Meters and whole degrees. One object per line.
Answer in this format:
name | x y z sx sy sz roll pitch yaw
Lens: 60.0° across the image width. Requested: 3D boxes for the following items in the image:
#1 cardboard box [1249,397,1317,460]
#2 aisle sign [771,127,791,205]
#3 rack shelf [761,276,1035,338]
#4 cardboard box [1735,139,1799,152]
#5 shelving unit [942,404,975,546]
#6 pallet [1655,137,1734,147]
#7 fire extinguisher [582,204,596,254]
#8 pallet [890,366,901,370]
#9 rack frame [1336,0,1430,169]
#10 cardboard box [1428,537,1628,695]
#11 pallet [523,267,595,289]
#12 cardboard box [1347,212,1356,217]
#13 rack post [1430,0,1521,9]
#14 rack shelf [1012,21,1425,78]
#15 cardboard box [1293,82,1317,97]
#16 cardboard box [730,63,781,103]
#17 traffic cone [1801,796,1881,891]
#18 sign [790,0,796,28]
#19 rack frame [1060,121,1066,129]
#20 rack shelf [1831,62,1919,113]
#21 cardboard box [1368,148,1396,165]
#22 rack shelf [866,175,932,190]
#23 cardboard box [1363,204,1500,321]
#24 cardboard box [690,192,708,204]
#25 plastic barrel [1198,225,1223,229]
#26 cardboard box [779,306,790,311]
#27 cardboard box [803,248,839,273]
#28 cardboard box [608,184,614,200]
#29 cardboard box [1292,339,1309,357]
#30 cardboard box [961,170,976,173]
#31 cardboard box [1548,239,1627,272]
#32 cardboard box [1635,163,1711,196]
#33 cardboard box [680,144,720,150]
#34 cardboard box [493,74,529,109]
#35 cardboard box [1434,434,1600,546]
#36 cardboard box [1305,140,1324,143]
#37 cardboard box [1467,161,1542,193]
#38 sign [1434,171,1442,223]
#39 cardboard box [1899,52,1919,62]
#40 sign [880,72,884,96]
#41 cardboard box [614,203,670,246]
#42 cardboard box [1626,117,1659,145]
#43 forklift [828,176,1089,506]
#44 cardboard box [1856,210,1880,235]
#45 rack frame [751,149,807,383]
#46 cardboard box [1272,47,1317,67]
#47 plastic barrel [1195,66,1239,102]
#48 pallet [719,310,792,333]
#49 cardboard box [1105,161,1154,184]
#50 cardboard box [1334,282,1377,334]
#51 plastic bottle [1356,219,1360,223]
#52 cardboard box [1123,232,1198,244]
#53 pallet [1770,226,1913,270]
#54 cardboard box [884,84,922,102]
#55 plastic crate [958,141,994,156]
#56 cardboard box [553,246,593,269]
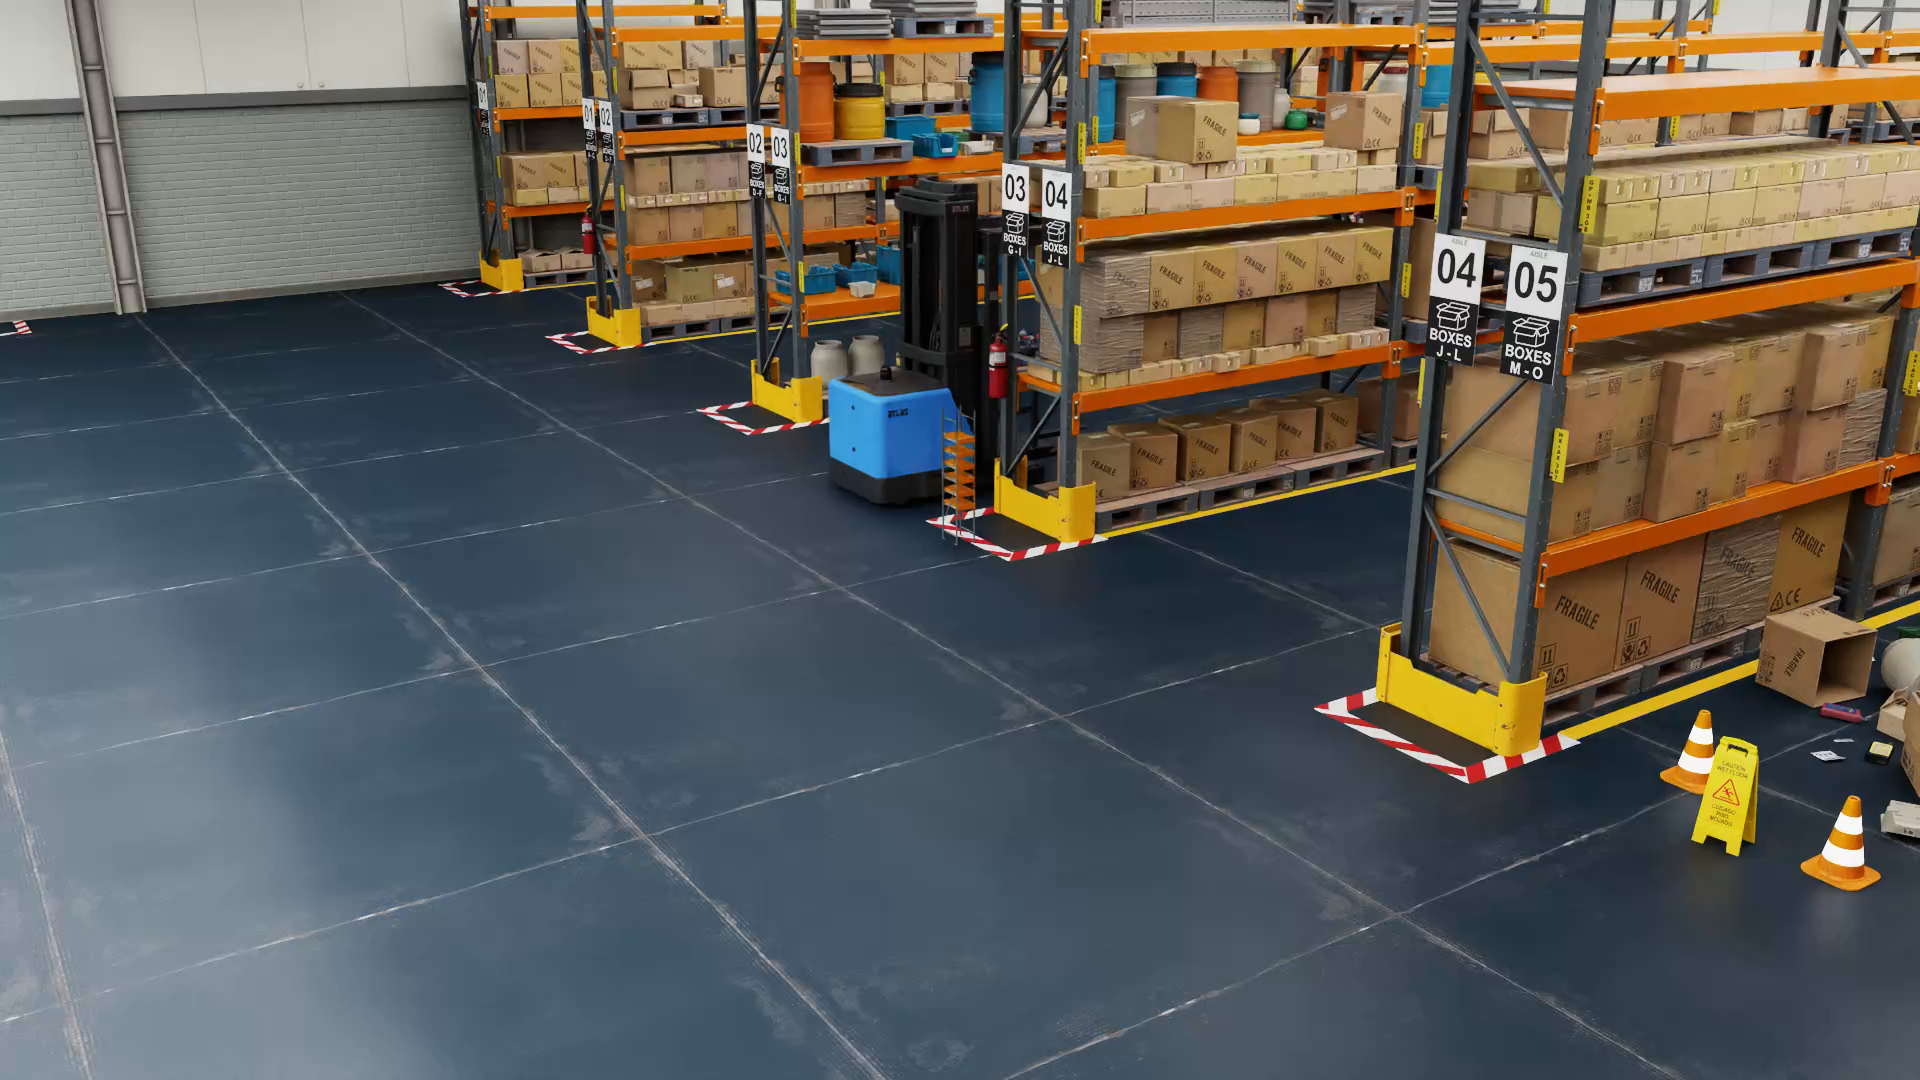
cardboard box | 3.207 -1.116 16.611 0.500 0.500 0.500 -5 19 -14
aisle sign | -1.927 -4.025 17.908 0.004 0.787 0.394 -12 22 -31
rack shelf | -0.357 -2.896 19.751 4.000 0.370 1.077 -12 22 -31
cardboard box | 5.766 -2.783 11.945 0.250 0.149 0.380 -12 22 -32
shelving unit | -0.012 -0.566 14.545 0.189 1.200 0.258 -12 22 -31
pallet | 7.886 -4.428 18.770 1.003 0.211 1.213 -11 21 -29
fire extinguisher | -5.103 -4.277 22.833 0.183 0.674 0.296 -12 22 -31
pallet | -0.291 -1.945 20.168 1.213 0.211 1.003 -12 22 -31
rack frame | 4.037 -5.106 15.798 0.127 3.000 1.000 -12 22 -31
cardboard box | 3.870 0.455 11.377 0.875 0.875 0.875 -12 22 -31
pallet | -6.715 -4.361 27.314 1.213 0.211 1.003 -12 22 -31
cardboard box | 6.840 -5.682 30.079 0.637 0.503 0.797 -12 22 -31
rack post | 7.274 -7.664 23.483 0.954 0.300 0.937 -12 22 -32
rack shelf | 2.367 -4.412 14.872 4.000 0.370 1.077 -12 22 -31
cardboard box | 5.816 -7.693 28.368 0.500 0.250 0.500 -12 22 -31
cardboard box | -2.853 -6.394 23.254 0.637 0.503 0.797 -9 21 -25
traffic cone | 4.902 1.635 9.186 0.334 0.463 0.336 -12 22 -31
sign | -1.729 -5.480 17.229 0.005 0.325 0.100 -12 22 -31
rack frame | 1.933 -5.619 26.683 0.127 3.000 1.000 -12 22 -31
rack shelf | 8.351 -3.584 13.043 4.000 0.370 1.077 -12 22 -31
cardboard box | 3.925 -3.669 15.841 0.250 0.149 0.380 -11 22 -30
rack shelf | -2.465 -6.251 29.673 4.000 0.370 1.077 -12 22 -31
cardboard box | 4.778 -2.850 16.899 1.000 1.000 1.000 -12 22 -31
cardboard box | -3.663 -4.711 22.827 0.250 0.149 0.380 -12 22 -32
plastic barrel | 3.207 -3.969 21.589 0.433 0.535 0.433 0 19 0
cardboard box | -2.508 -3.494 24.032 0.500 0.250 0.500 -12 22 -31
cardboard box | -2.099 -3.941 24.186 0.500 0.500 0.500 -12 22 -31
cardboard box | -5.616 -5.746 27.260 0.500 0.250 0.500 -12 22 -31
cardboard box | 3.135 -1.877 16.005 0.250 0.149 0.380 -12 22 -31
cardboard box | 0.091 -6.896 30.821 0.250 0.149 0.380 -11 22 -30
cardboard box | 3.803 -1.738 10.100 0.250 0.149 0.380 -12 22 -31
cardboard box | 4.429 -2.248 10.364 0.250 0.149 0.380 -12 22 -31
cardboard box | -4.360 -6.367 27.926 0.500 0.500 0.500 -12 22 -32
cardboard box | -7.060 -7.004 25.909 0.500 0.500 0.500 -11 22 -30
cardboard box | 3.625 -0.364 10.903 0.550 0.550 0.875 -12 22 -31
cardboard box | 3.596 -3.828 16.313 0.250 0.149 0.380 -13 22 -33
cardboard box | 3.435 -2.291 10.491 0.250 0.149 0.380 -12 22 -31
sign | 3.053 -2.166 10.525 0.005 0.325 0.100 -12 22 -31
cardboard box | 12.367 -6.095 21.267 0.500 0.250 0.500 -13 22 -33
sign | -1.102 -6.470 23.585 0.005 0.325 0.100 -12 22 -31
cardboard box | -4.352 -4.336 22.732 0.500 0.500 0.700 -12 22 -31
cardboard box | 7.117 -4.523 17.820 0.500 0.500 0.500 -11 22 -30
forklift | 0.238 -2.047 16.224 3.031 2.935 1.130 -12 22 -31
cardboard box | 6.127 -2.228 11.549 0.250 0.149 0.380 -12 22 -31
rack frame | -2.028 -2.885 18.594 0.127 3.000 1.000 -12 22 -31
cardboard box | 5.658 -8.362 28.394 0.500 0.500 0.700 -12 22 -31
plastic barrel | 3.302 -5.716 21.616 0.708 0.830 0.600 -12 22 -31
pallet | -3.115 -3.249 24.025 1.213 0.211 1.003 -12 22 -31
cardboard box | 1.466 -3.183 14.403 0.250 0.149 0.380 -12 22 -32
cardboard box | 3.627 -2.390 16.510 0.500 0.500 0.875 -12 22 -31
plastic bottle | 5.493 -4.274 22.885 0.133 0.283 0.061 -12 22 -31
cardboard box | 1.853 -2.562 15.457 0.500 0.500 0.500 -12 22 -31
pallet | 5.992 -2.158 11.898 1.213 0.211 1.003 -12 22 -31
cardboard box | -0.888 -6.570 24.389 0.500 0.250 0.500 -9 21 -26
plastic crate | 0.195 -4.494 19.083 0.396 0.136 0.243 -12 22 -31
cardboard box | -6.373 -4.667 27.379 0.500 0.311 0.500 -10 21 -27
